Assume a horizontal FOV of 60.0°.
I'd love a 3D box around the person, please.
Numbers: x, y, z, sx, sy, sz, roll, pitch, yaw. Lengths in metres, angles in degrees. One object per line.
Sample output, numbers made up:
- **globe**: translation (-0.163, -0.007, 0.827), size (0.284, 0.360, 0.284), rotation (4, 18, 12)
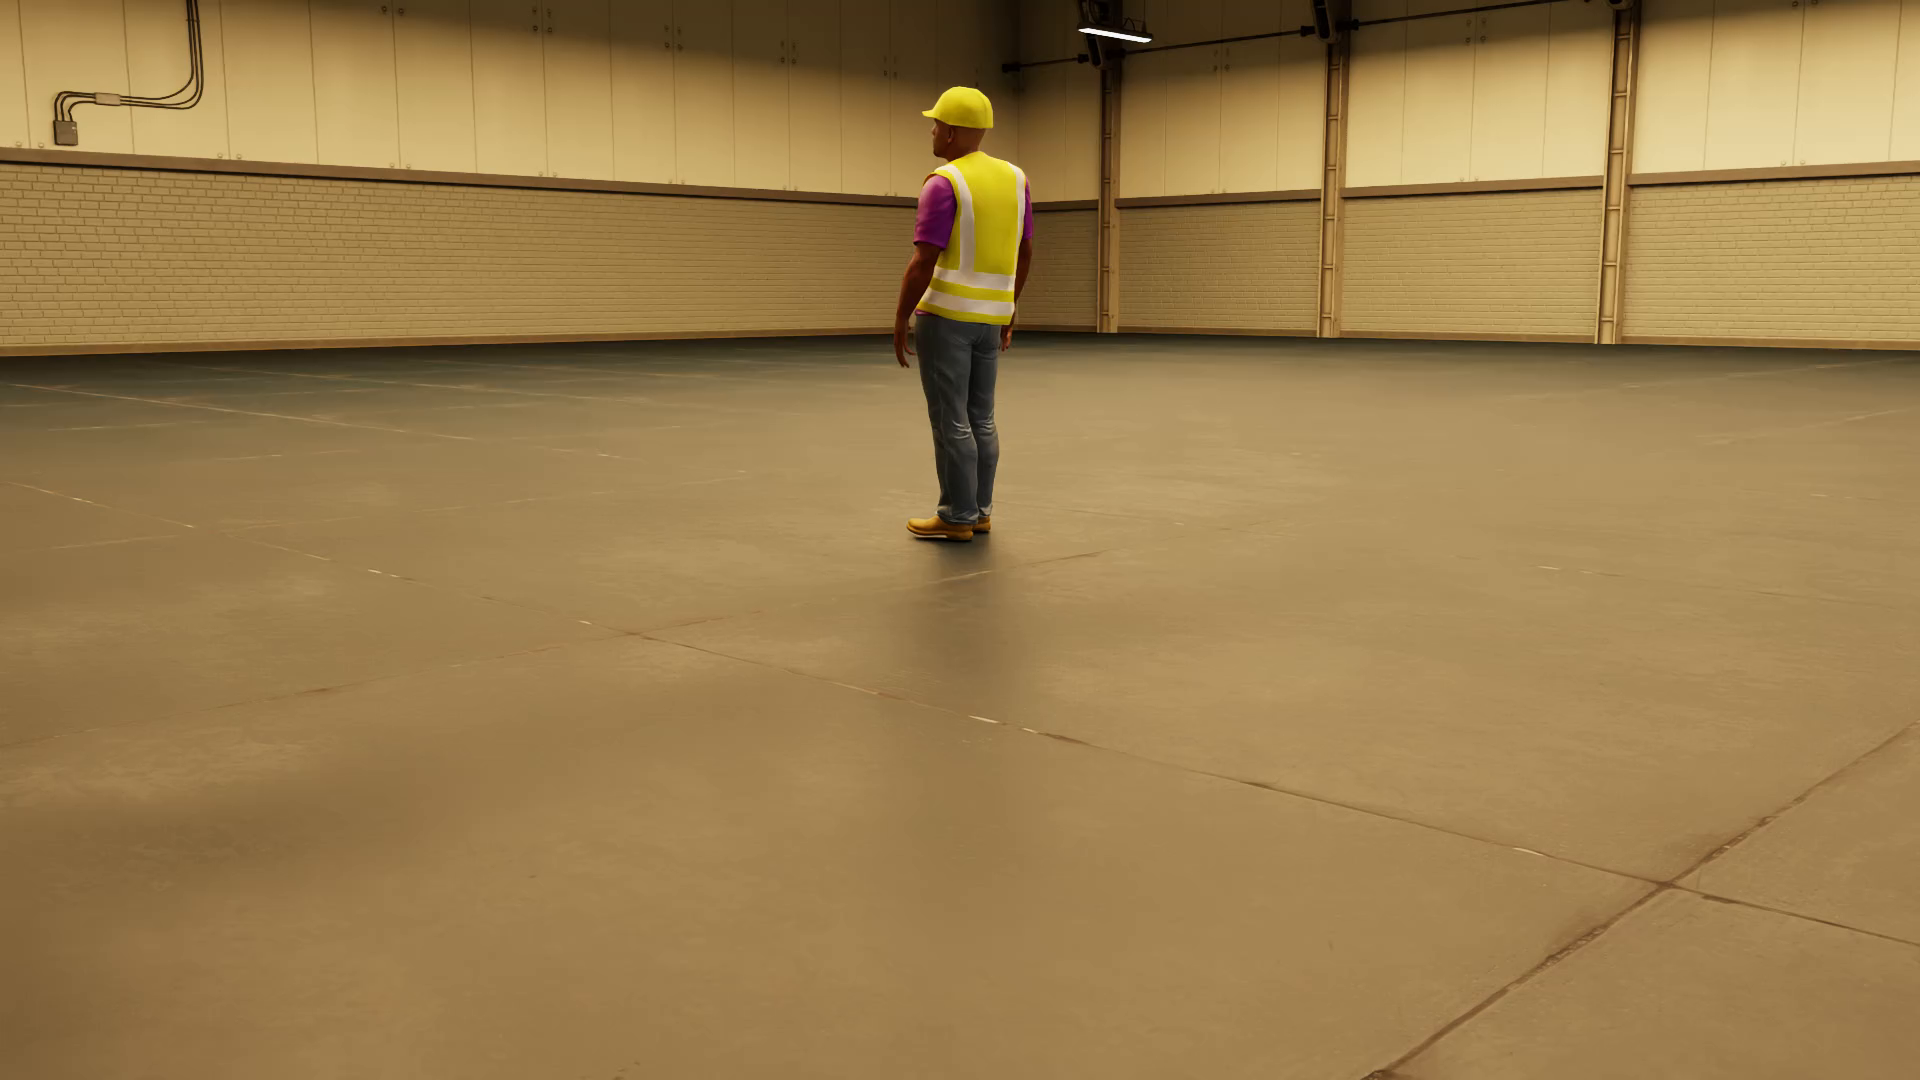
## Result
- **person**: translation (-0.045, -0.888, 6.637), size (0.577, 1.765, 0.665), rotation (8, 12, 43)
